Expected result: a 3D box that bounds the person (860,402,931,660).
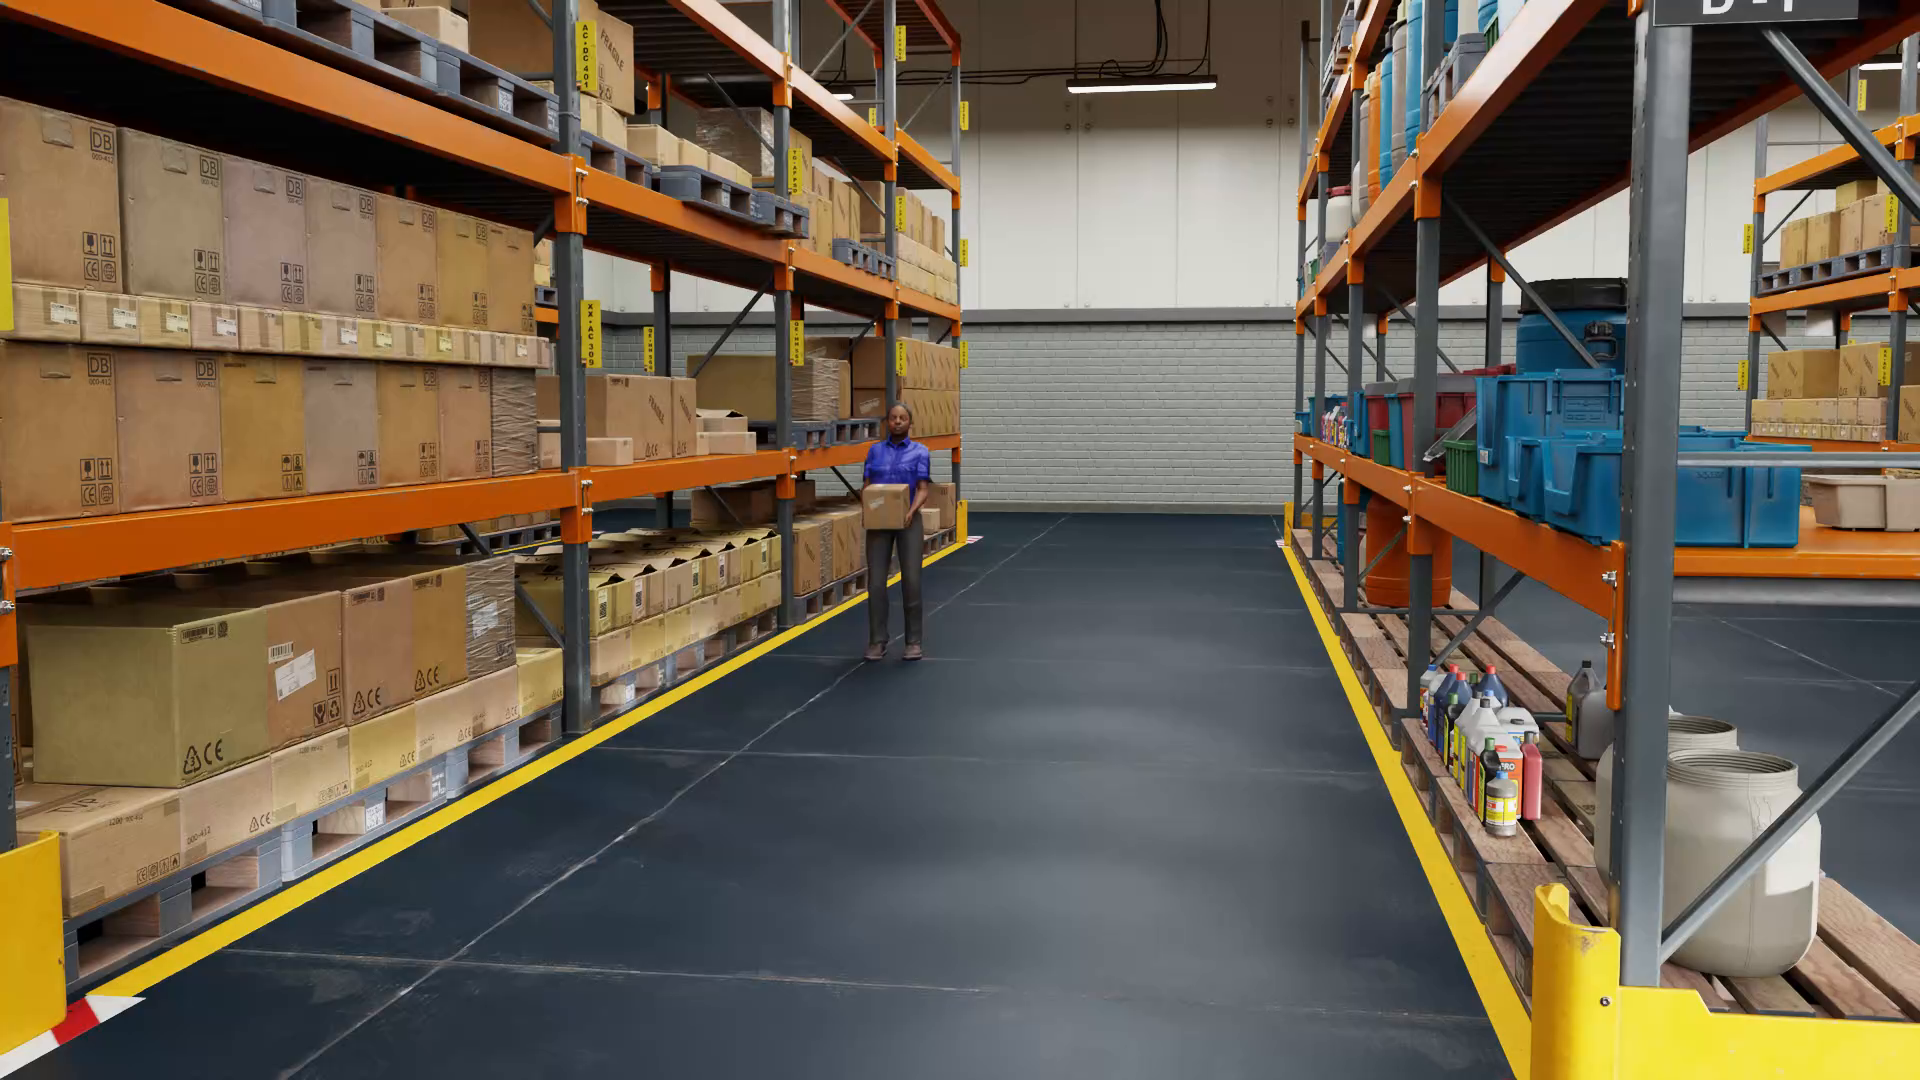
[{"bbox_3d":[-0.428,-0.058,10.690,0.452,1.649,0.512,1,5,9],"label":"person"}]
